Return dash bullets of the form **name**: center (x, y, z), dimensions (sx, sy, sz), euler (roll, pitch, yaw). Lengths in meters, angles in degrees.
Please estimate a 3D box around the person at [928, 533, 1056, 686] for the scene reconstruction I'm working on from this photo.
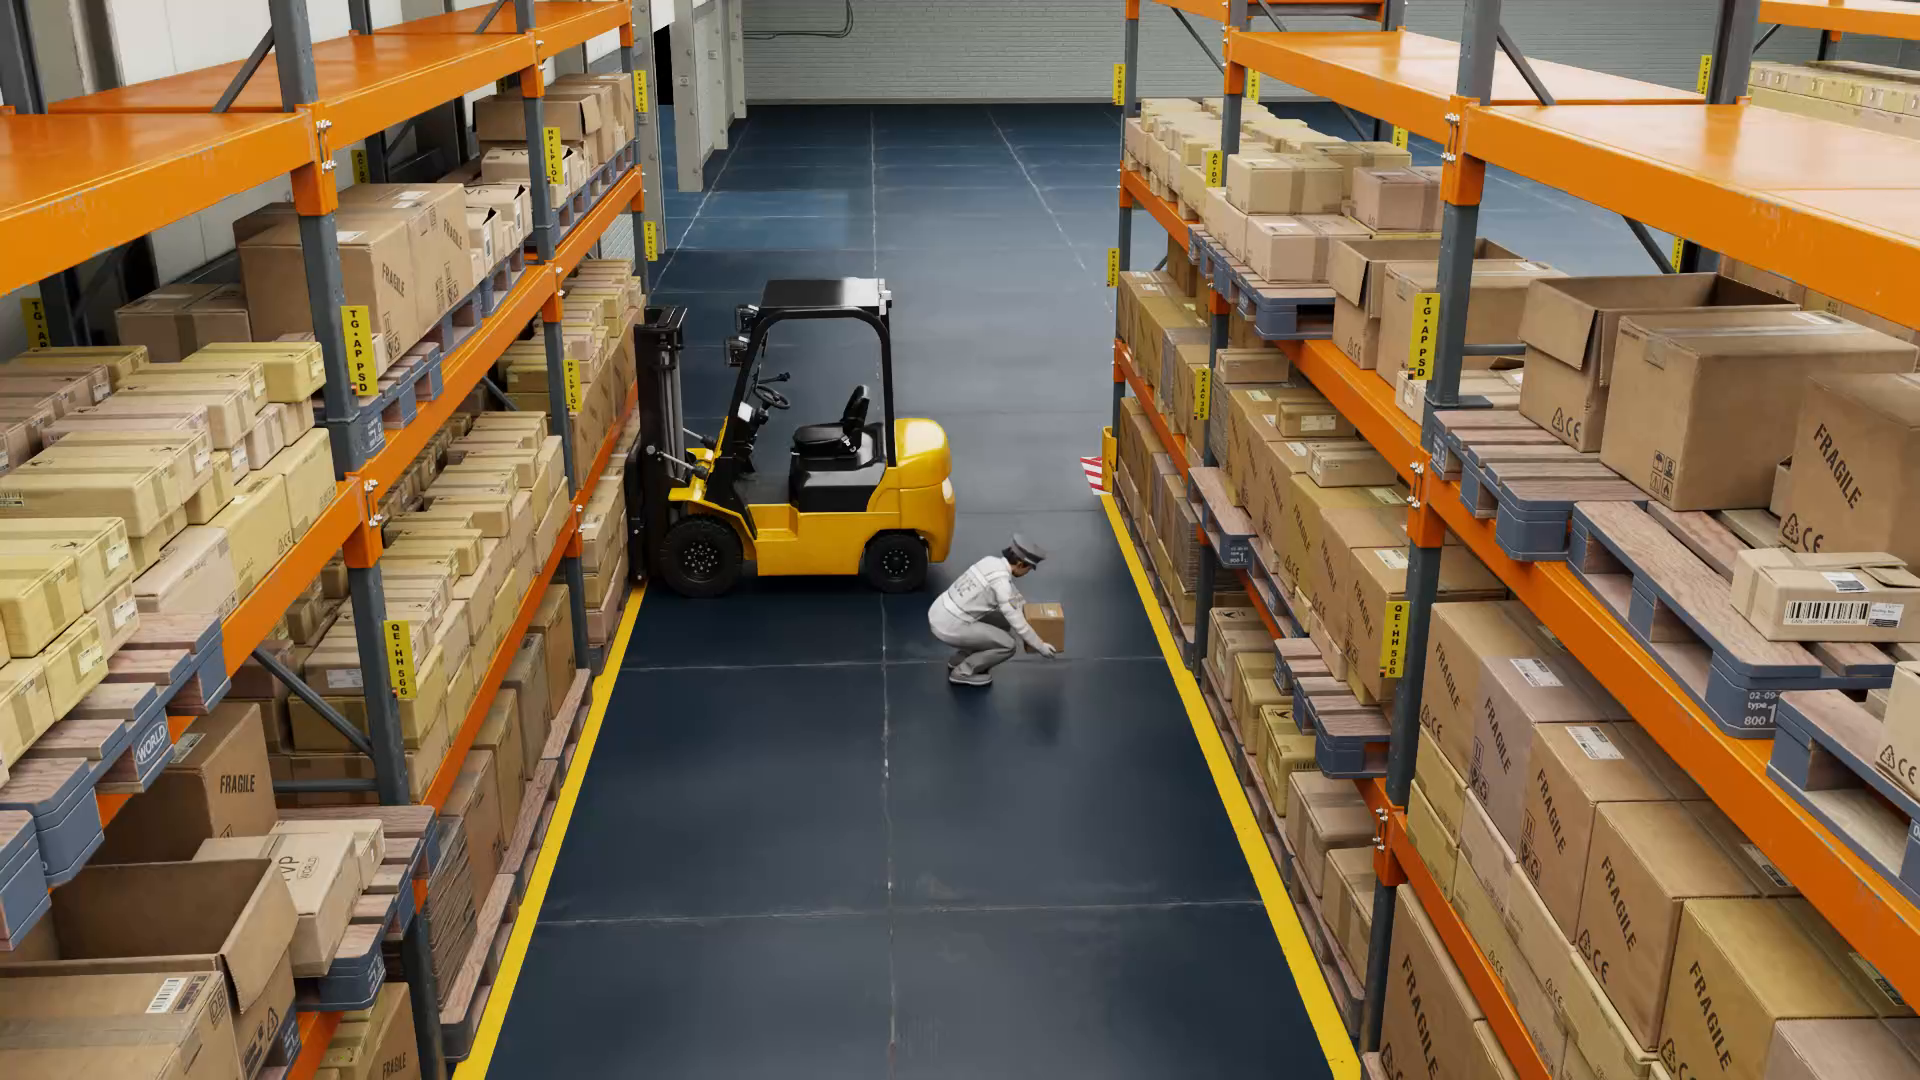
- **person**: center (0.209, 0.456, 10.899), dimensions (0.830, 0.948, 0.495), euler (-1, 21, -3)
